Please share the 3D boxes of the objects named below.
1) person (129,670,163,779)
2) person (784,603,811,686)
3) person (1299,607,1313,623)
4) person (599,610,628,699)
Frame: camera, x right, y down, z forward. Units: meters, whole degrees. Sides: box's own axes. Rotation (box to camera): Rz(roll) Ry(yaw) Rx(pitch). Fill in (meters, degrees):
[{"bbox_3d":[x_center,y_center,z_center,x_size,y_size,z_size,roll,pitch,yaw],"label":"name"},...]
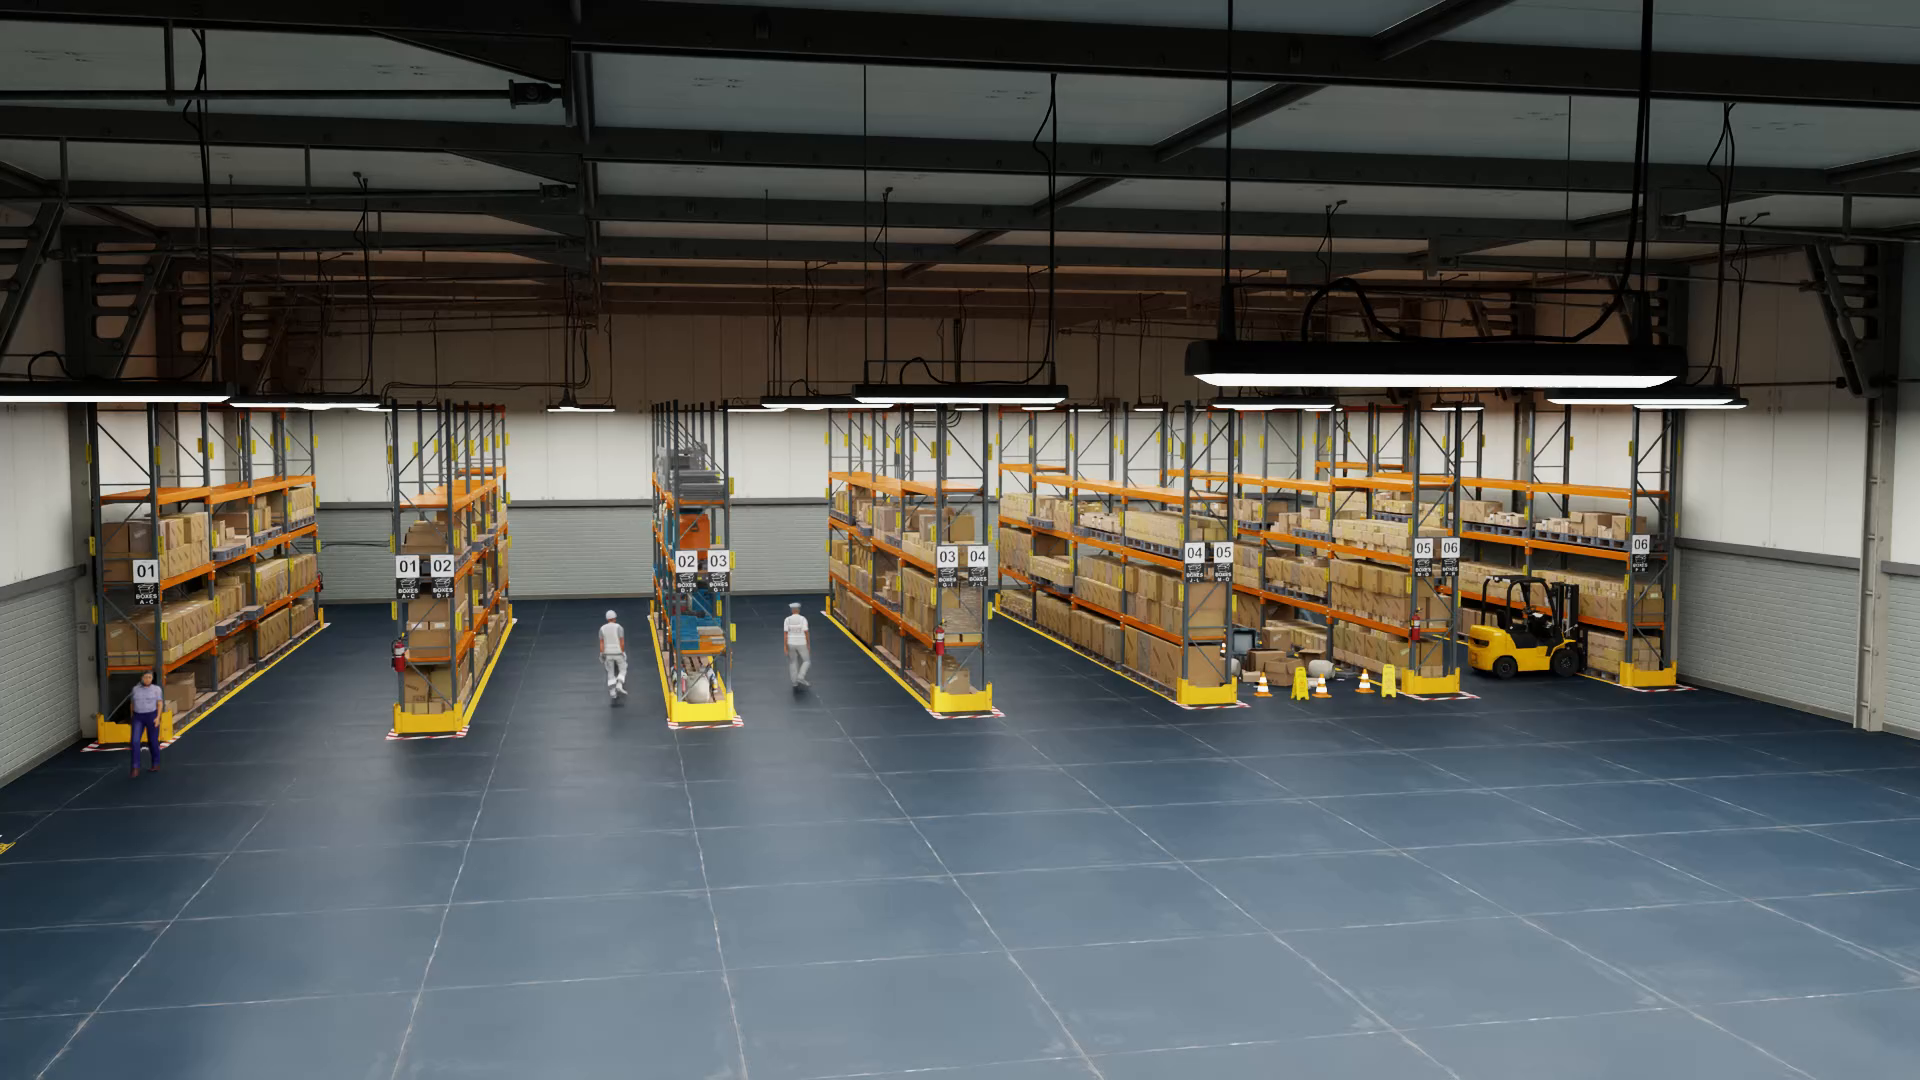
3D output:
[{"bbox_3d":[-12.991,2.924,26.504,0.504,1.664,0.693,-1,4,-16],"label":"person"},{"bbox_3d":[-3.433,2.212,34.989,0.573,1.756,0.529,1,4,16],"label":"person"},{"bbox_3d":[9.294,1.513,44.467,0.649,1.741,0.649,-3,5,-35],"label":"person"},{"bbox_3d":[-6.982,2.303,33.460,0.582,1.768,0.537,0,4,-2],"label":"person"}]
